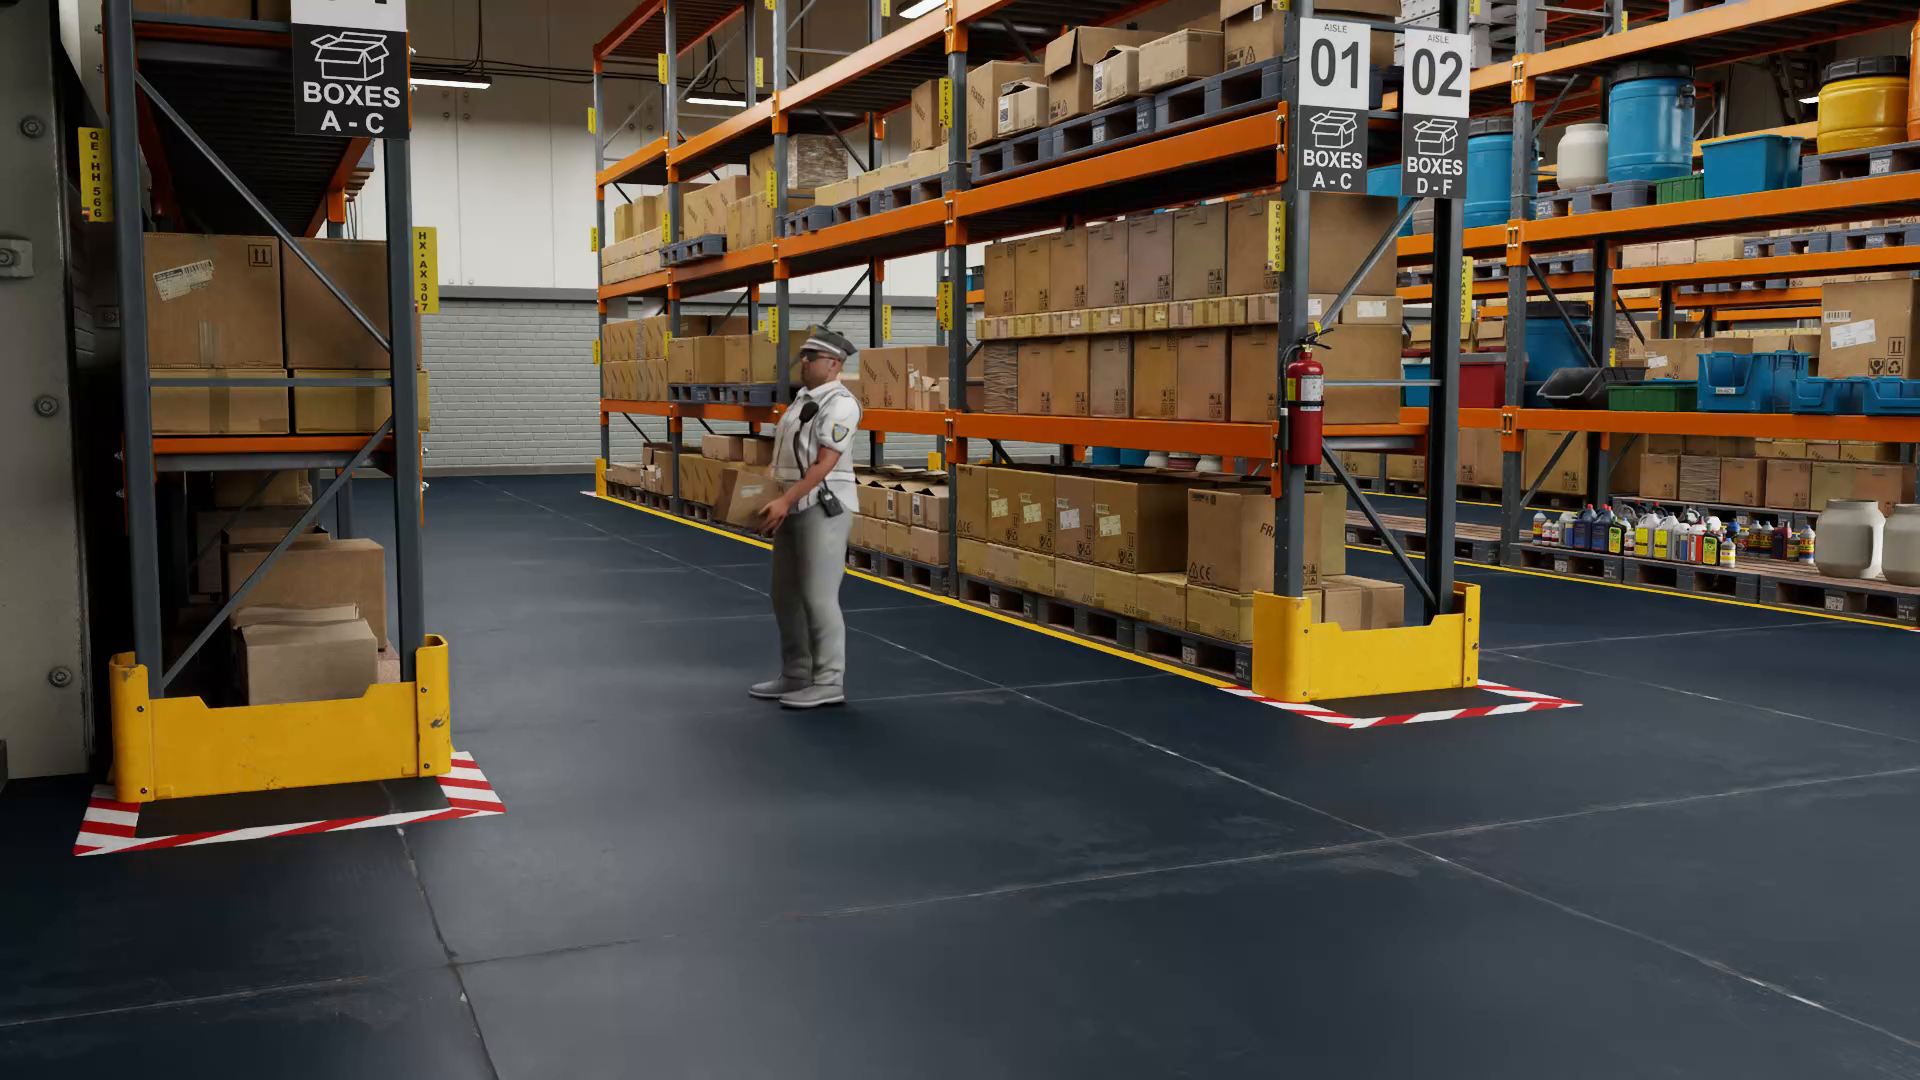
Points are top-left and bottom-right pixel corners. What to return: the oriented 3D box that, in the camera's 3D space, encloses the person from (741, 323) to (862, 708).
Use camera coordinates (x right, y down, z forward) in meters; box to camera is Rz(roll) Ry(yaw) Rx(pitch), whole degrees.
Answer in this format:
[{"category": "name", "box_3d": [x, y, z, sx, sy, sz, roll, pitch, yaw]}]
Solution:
[{"category": "person", "box_3d": [-0.760, -0.117, 7.804, 0.552, 1.778, 0.534, -3, 6, -32]}]
